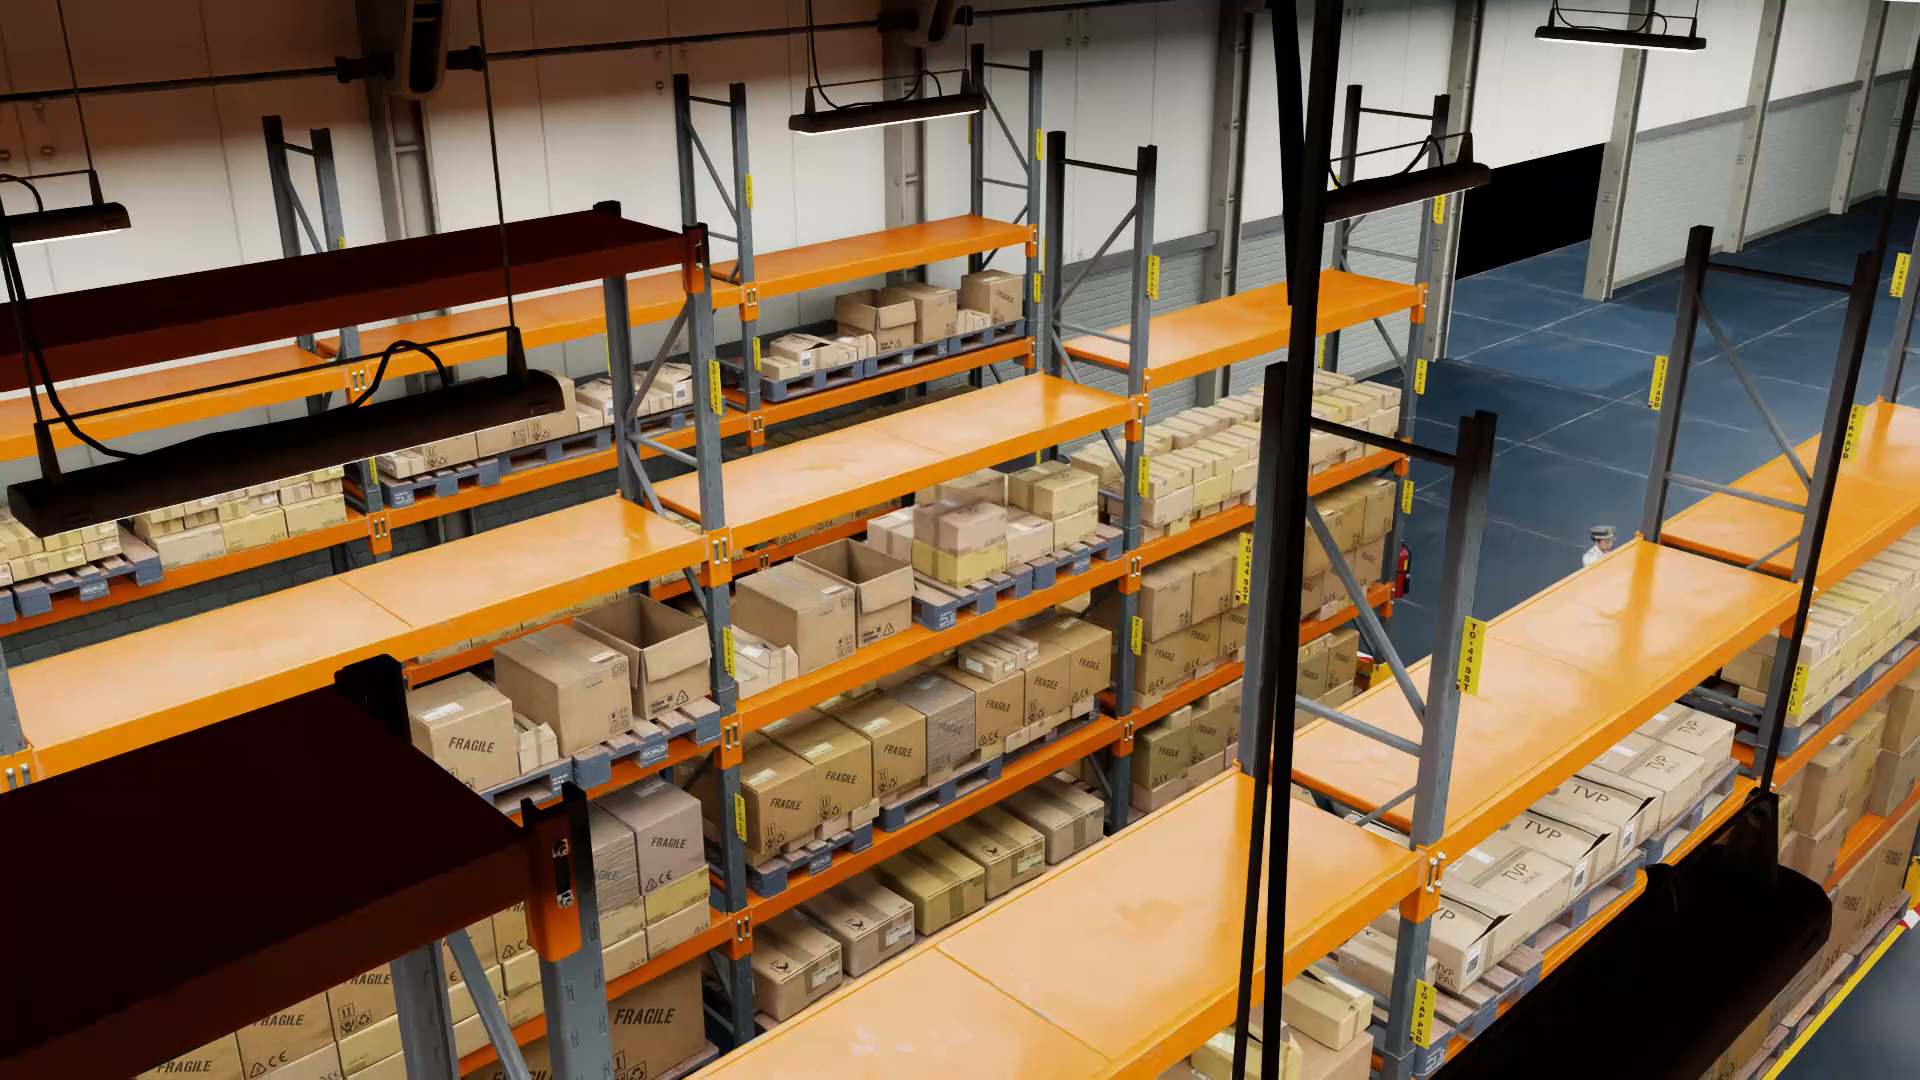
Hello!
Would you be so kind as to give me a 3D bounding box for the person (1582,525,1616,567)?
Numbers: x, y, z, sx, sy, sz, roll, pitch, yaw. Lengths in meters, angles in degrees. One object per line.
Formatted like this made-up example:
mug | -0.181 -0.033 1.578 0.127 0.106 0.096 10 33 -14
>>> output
person | 6.523 0.610 17.220 0.488 1.664 0.782 -21 30 -41
